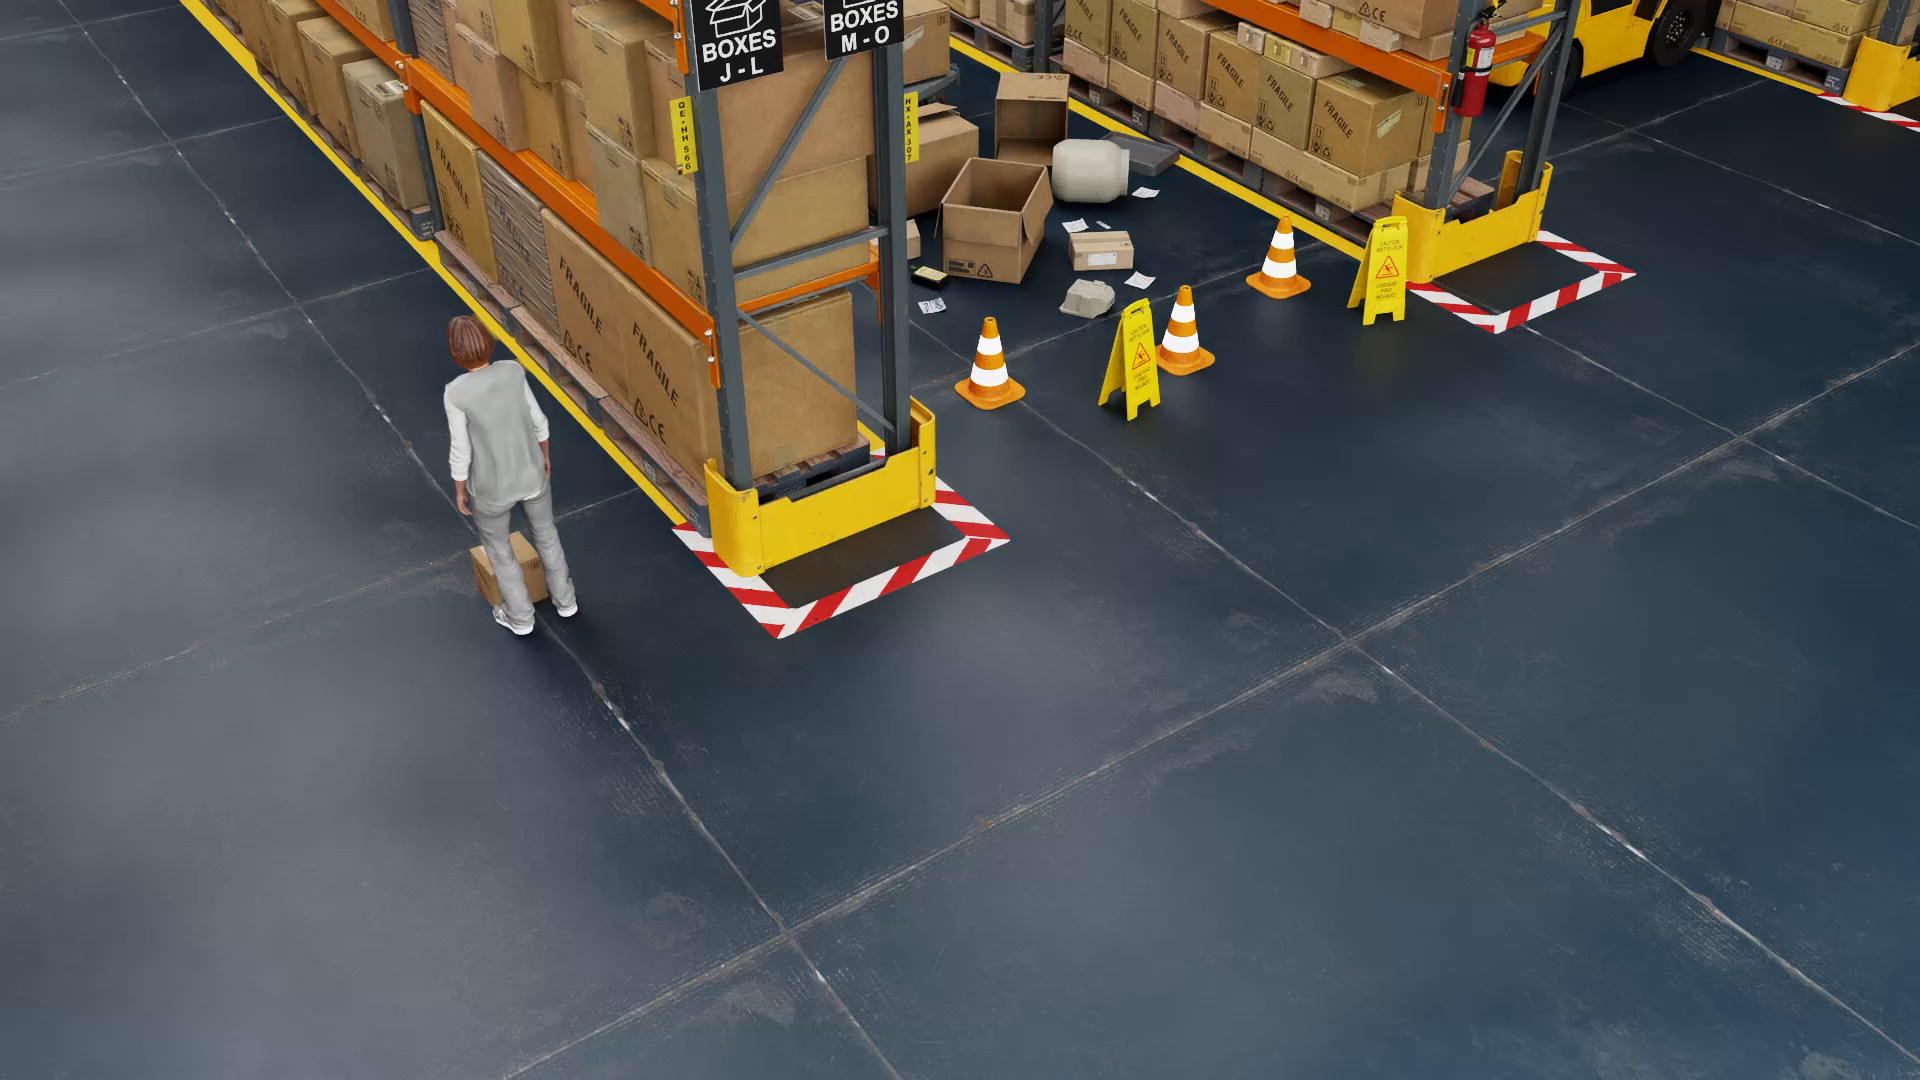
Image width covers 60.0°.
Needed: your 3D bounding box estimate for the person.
[{"bbox_3d":[-2.005,-0.260,7.364,0.485,1.581,0.344,-26,44,-30],"label":"person"}]
